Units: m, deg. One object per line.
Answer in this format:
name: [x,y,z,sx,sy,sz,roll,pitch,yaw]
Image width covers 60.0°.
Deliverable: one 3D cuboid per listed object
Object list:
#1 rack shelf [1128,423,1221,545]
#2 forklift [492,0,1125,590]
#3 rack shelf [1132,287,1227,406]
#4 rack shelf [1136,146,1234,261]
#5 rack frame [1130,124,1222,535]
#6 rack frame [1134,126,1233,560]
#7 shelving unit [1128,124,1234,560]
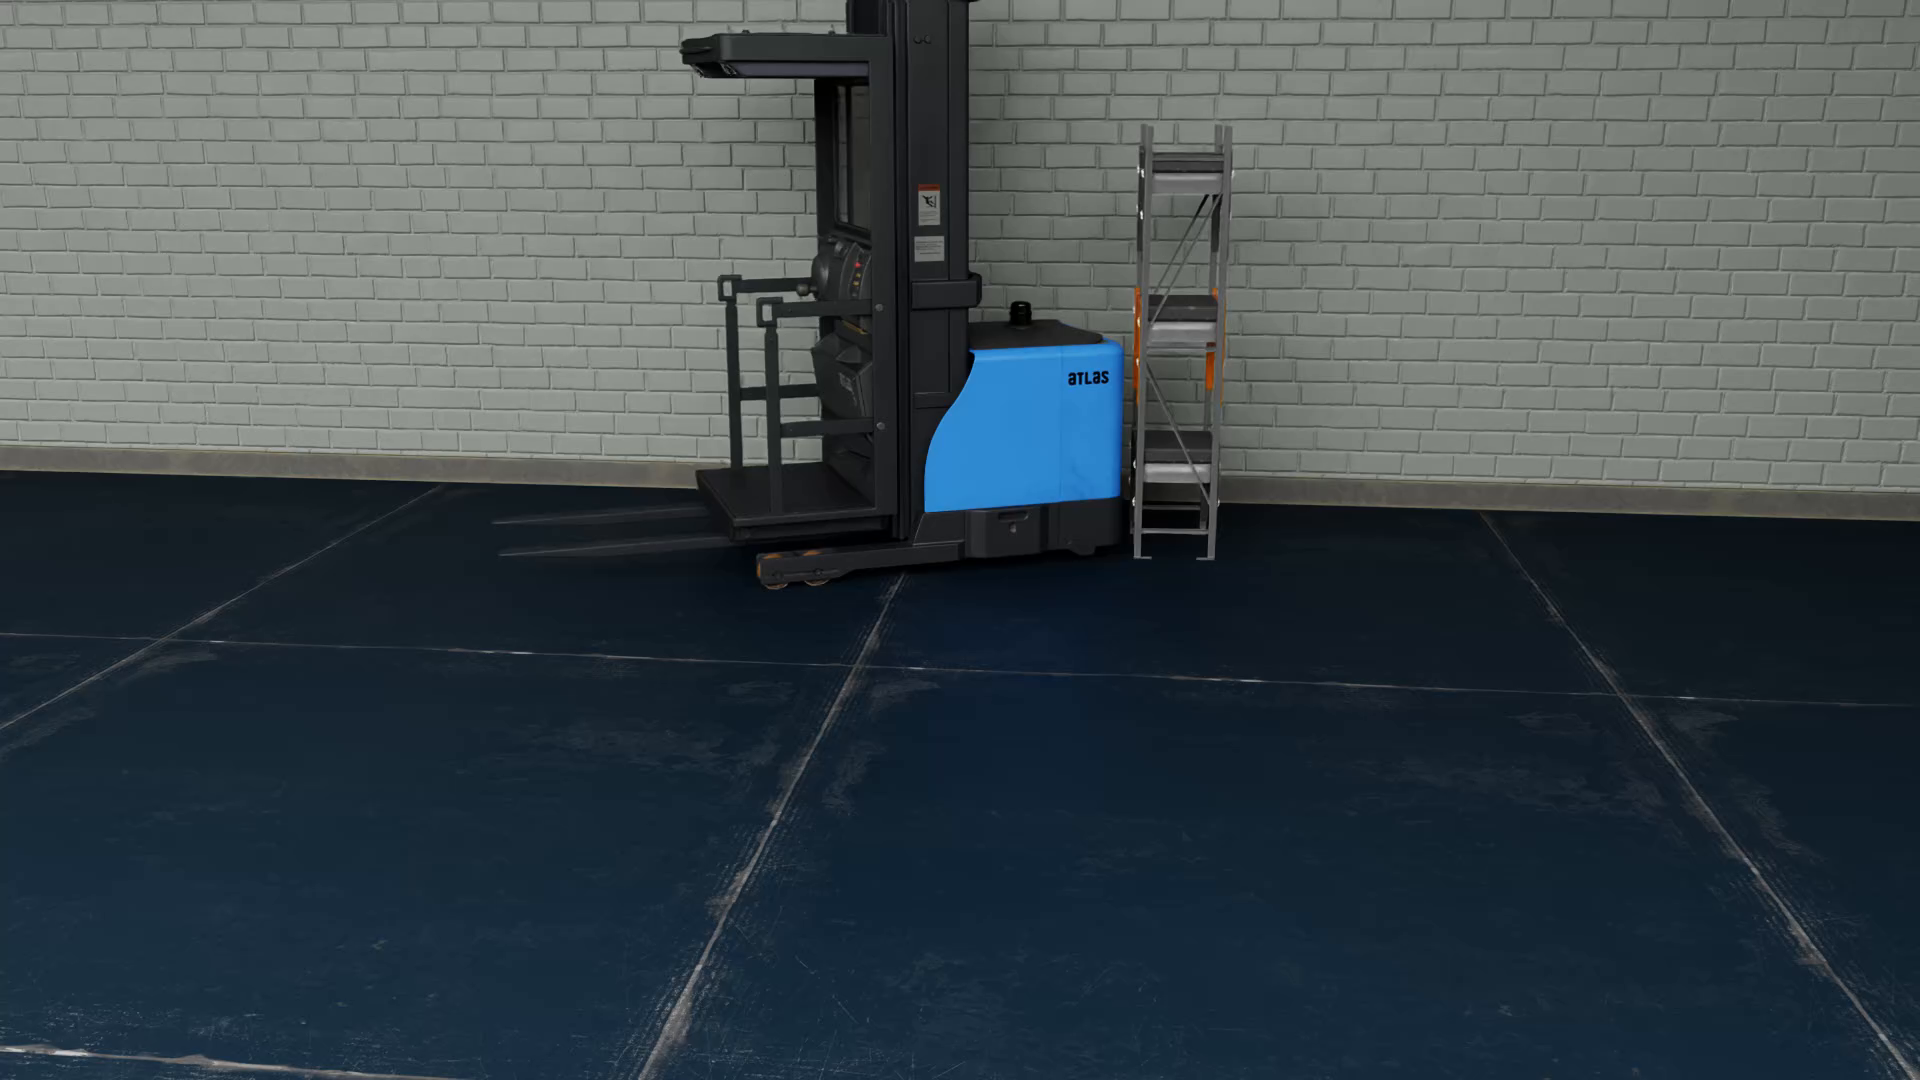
rack shelf: [1.082,-0.292,8.452,0.431,0.518,0.480,1,15,3]
forklift: [-0.756,-1.335,7.985,3.031,2.935,1.130,-5,16,-17]
rack shelf: [1.083,-0.967,8.269,0.431,0.518,0.480,1,15,3]
rack shelf: [1.083,-1.643,8.086,0.431,0.518,0.480,1,15,3]
rack frame: [1.096,-1.044,8.501,0.400,2.100,0.015,1,15,3]
rack frame: [1.069,-0.917,8.030,0.400,2.100,0.015,1,15,3]
shelving unit: [1.083,-0.981,8.265,0.431,2.100,0.503,1,15,3]
